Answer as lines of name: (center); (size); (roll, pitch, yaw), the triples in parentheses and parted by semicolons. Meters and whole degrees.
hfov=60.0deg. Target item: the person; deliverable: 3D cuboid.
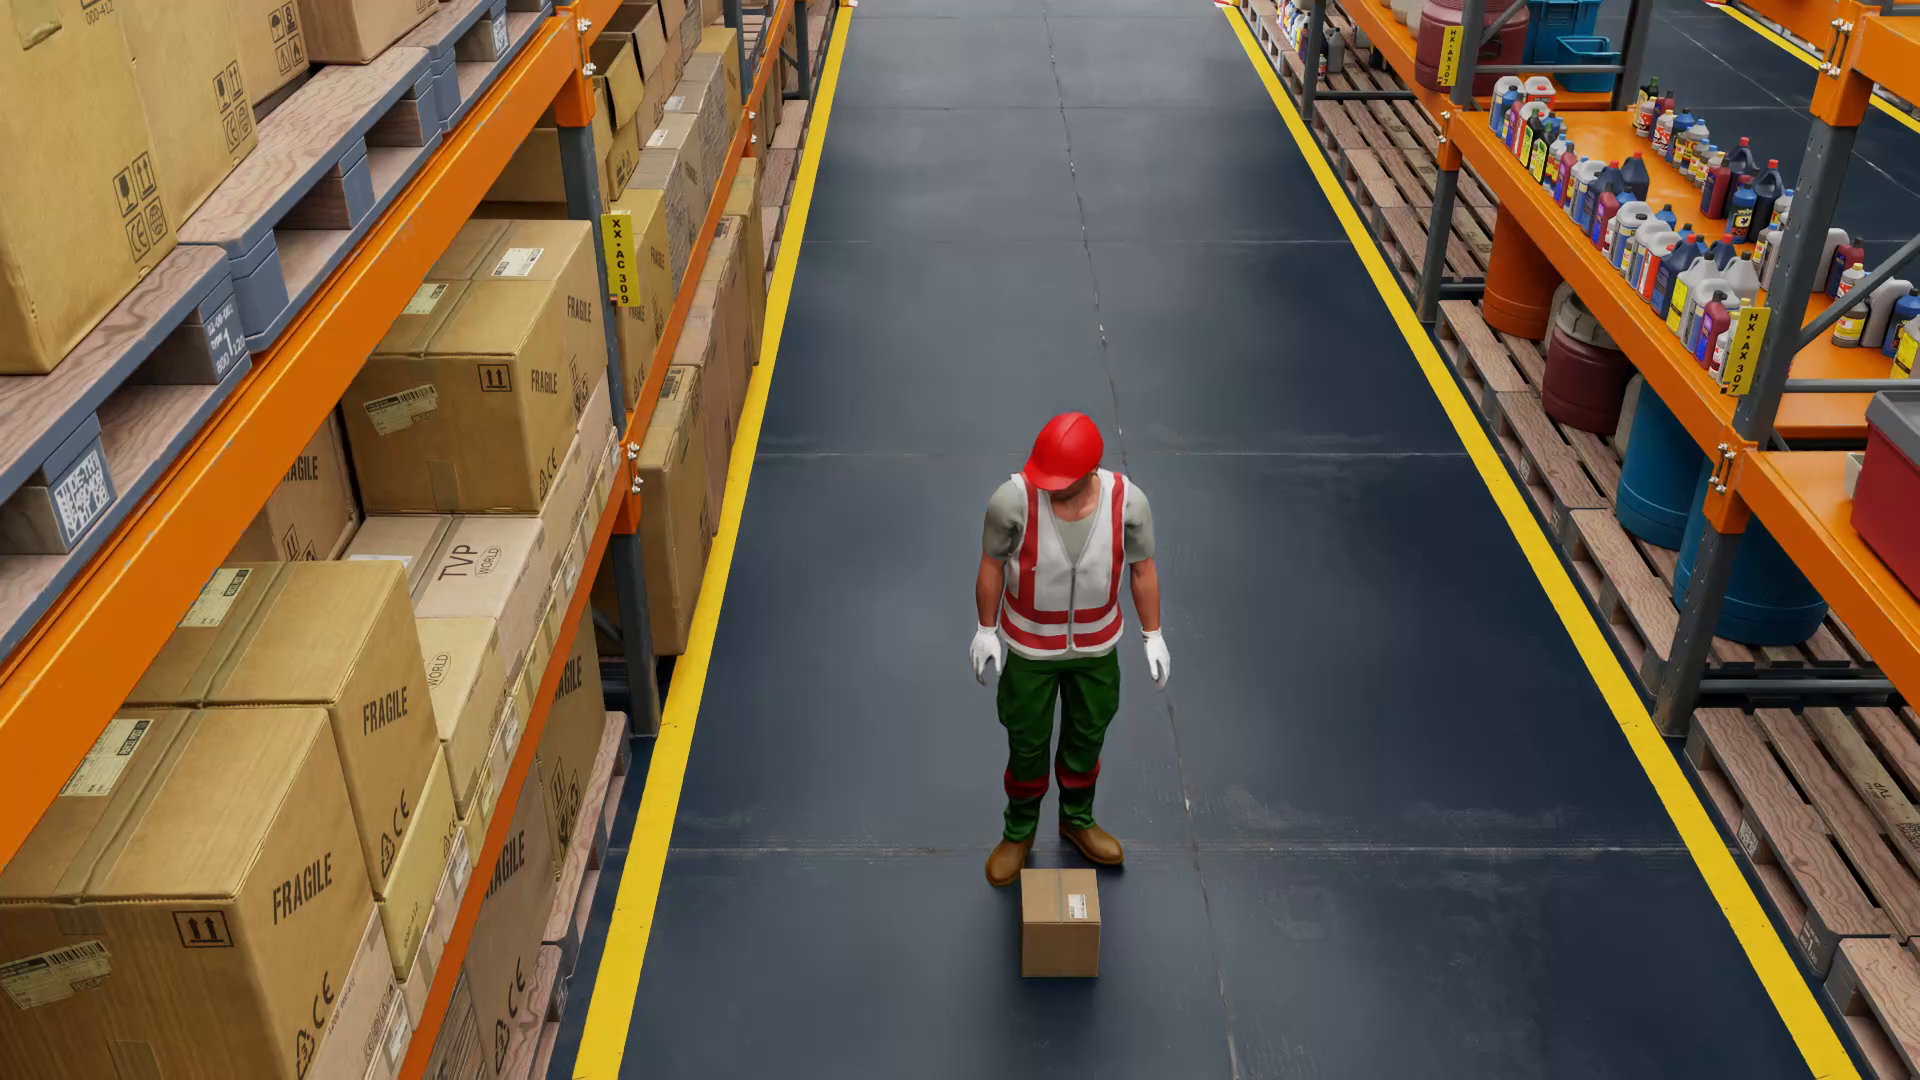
person: (0.364, 0.362, 5.512); (0.655, 1.799, 0.376); (-5, 32, -9)
